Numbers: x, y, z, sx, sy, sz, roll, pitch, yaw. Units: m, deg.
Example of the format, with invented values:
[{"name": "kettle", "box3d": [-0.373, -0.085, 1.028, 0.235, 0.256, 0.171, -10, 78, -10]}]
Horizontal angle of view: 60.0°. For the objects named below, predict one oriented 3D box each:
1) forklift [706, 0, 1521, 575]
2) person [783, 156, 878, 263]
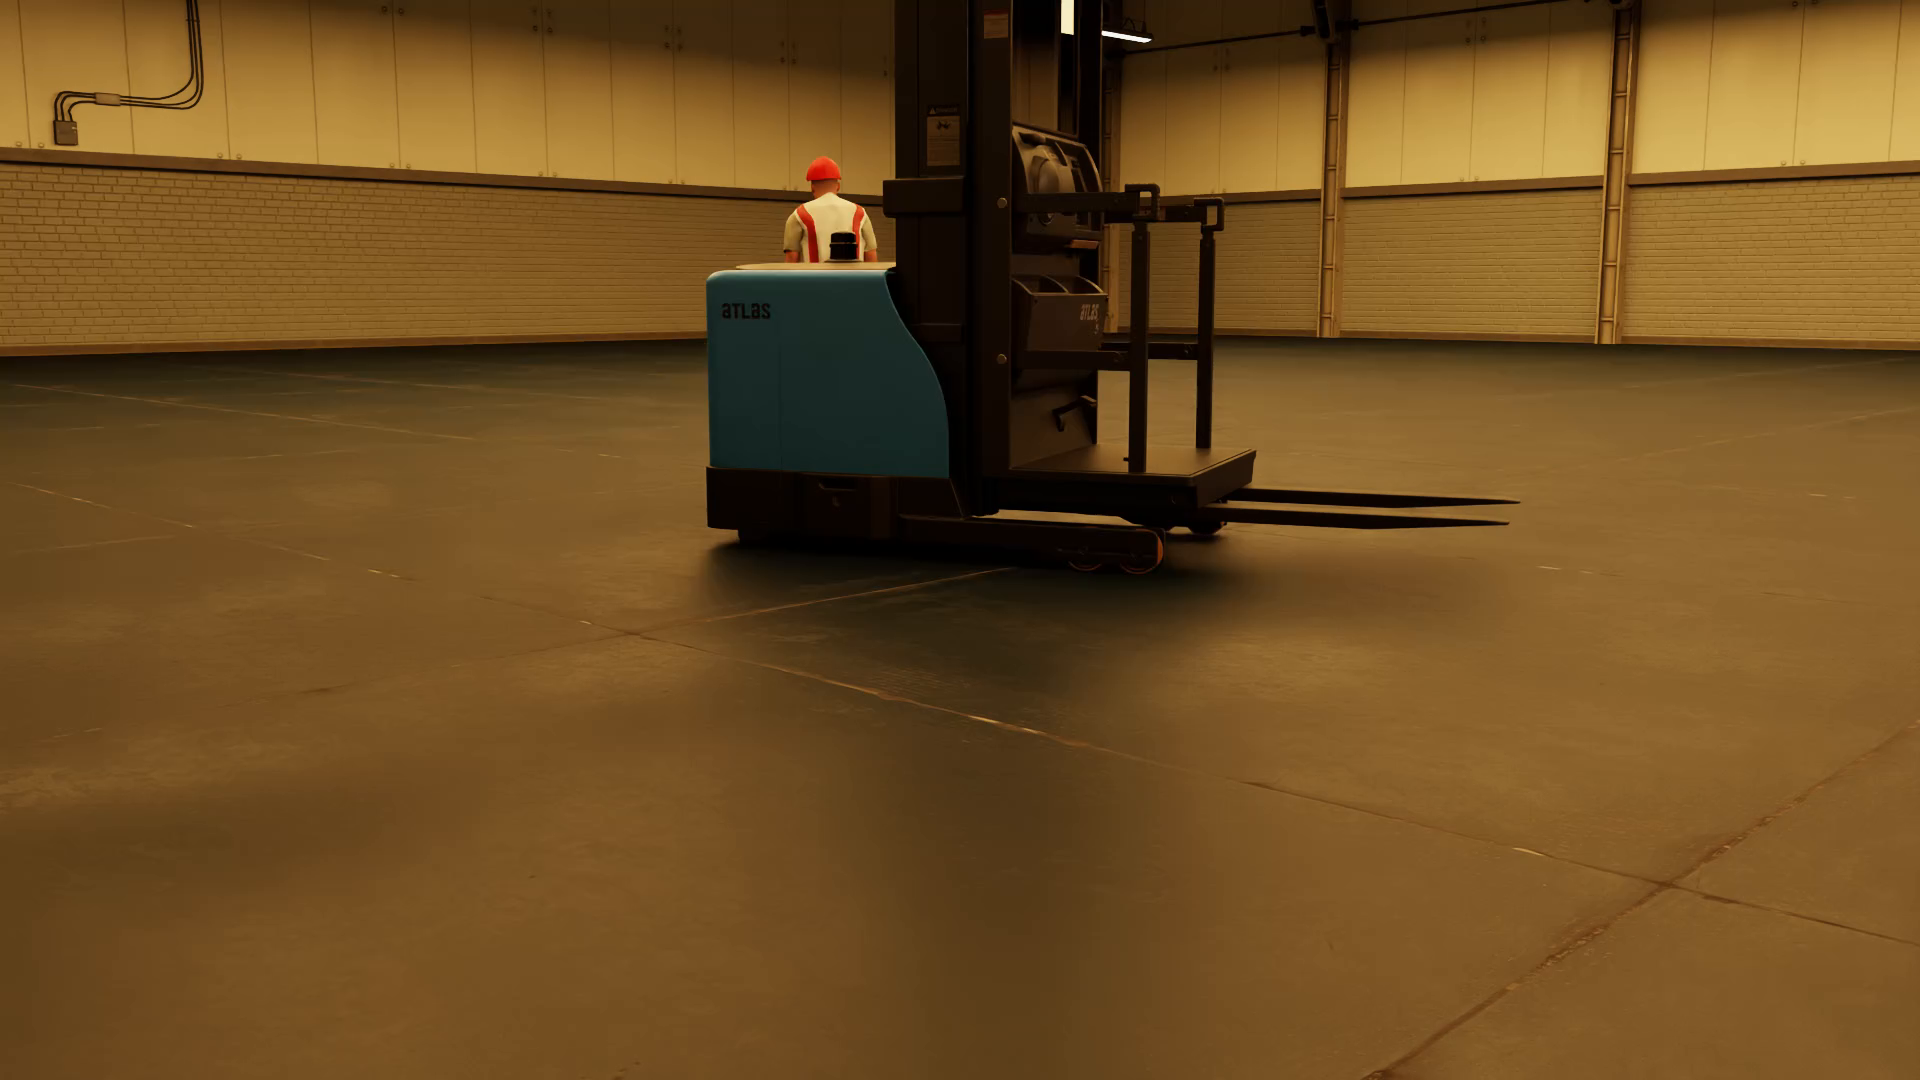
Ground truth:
[{"name": "forklift", "box3d": [0.565, -1.416, 6.275, 3.031, 2.935, 1.130, 3, 9, 22]}, {"name": "person", "box3d": [-0.766, -1.377, 9.895, 0.623, 1.781, 0.446, -2, 9, -13]}]
